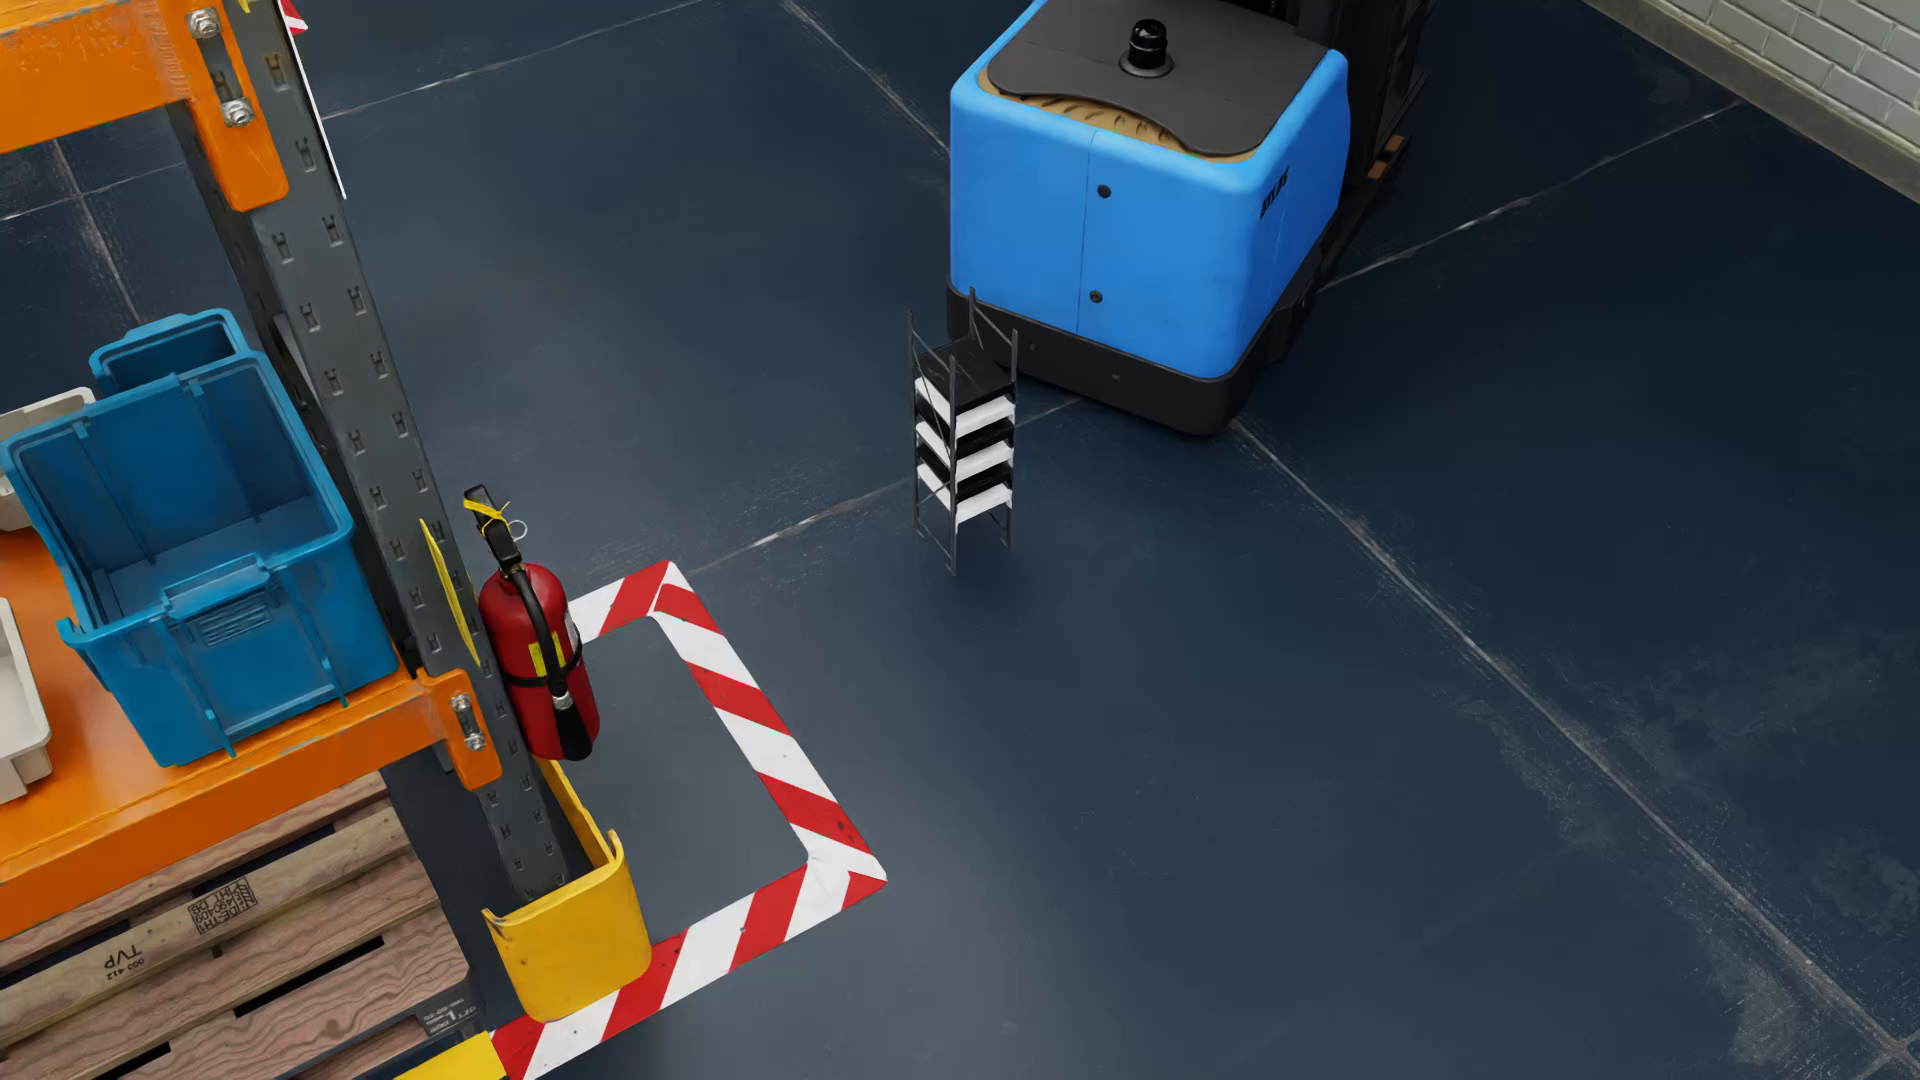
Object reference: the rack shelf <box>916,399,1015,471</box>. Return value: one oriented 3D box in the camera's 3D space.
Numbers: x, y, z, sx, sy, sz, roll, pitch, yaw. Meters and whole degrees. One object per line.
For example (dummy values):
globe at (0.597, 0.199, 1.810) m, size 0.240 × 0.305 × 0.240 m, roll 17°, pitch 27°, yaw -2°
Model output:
rack shelf at (0.007, -0.340, 4.874) m, size 0.200 × 0.077 × 0.258 m, roll -25°, pitch 53°, yaw -21°

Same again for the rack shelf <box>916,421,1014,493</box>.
rack shelf at (0.007, -0.280, 4.942) m, size 0.200 × 0.077 × 0.258 m, roll -25°, pitch 53°, yaw -21°

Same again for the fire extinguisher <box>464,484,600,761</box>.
fire extinguisher at (-0.869, 0.190, 3.374) m, size 0.183 × 0.674 × 0.296 m, roll -25°, pitch 53°, yaw -21°

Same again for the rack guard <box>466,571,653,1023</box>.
rack guard at (-1.225, 0.627, 4.357) m, size 0.348 × 0.500 × 1.175 m, roll -25°, pitch 53°, yaw -21°

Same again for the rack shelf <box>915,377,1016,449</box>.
rack shelf at (0.007, -0.400, 4.807) m, size 0.200 × 0.077 × 0.258 m, roll -25°, pitch 53°, yaw -21°

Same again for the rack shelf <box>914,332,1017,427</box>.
rack shelf at (0.007, -0.460, 4.740) m, size 0.200 × 0.077 × 0.258 m, roll -25°, pitch 53°, yaw -21°

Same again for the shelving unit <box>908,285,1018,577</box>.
shelving unit at (0.007, -0.303, 4.917) m, size 0.210 × 0.900 × 0.258 m, roll -25°, pitch 53°, yaw -21°

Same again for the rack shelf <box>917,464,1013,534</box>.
rack shelf at (0.007, -0.161, 5.076) m, size 0.200 × 0.077 × 0.258 m, roll -25°, pitch 53°, yaw -21°

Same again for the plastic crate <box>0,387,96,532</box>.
plastic crate at (-1.939, -0.153, 3.514) m, size 0.298 × 0.136 × 0.250 m, roll -25°, pitch 53°, yaw -21°

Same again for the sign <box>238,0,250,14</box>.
sign at (-0.932, -0.808, 2.023) m, size 0.005 × 0.325 × 0.100 m, roll -25°, pitch 53°, yaw -21°

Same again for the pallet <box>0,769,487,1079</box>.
pallet at (-1.957, 1.045, 4.178) m, size 1.213 × 0.211 × 1.003 m, roll -25°, pitch 53°, yaw -21°

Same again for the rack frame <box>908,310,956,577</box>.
rack frame at (-0.079, -0.262, 4.881) m, size 0.006 × 0.900 × 0.240 m, roll -25°, pitch 53°, yaw -21°

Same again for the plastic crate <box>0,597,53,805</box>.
plastic crate at (-1.832, 0.320, 3.092) m, size 0.243 × 0.136 × 0.396 m, roll -25°, pitch 53°, yaw -21°

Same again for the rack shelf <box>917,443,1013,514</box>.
rack shelf at (0.007, -0.220, 5.009) m, size 0.200 × 0.077 × 0.258 m, roll -25°, pitch 53°, yaw -21°

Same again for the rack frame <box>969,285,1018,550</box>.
rack frame at (0.093, -0.343, 4.953) m, size 0.006 × 0.900 × 0.240 m, roll -25°, pitch 53°, yaw -21°

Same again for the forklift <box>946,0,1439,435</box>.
forklift at (1.103, -2.421, 5.444) m, size 1.130 × 2.935 × 3.031 m, roll 22°, pitch 52°, yaw 19°

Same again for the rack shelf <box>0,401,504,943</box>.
rack shelf at (-2.930, 0.850, 2.967) m, size 4.000 × 0.370 × 1.077 m, roll -25°, pitch 53°, yaw -21°

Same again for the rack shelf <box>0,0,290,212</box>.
rack shelf at (-2.930, -0.148, 1.846) m, size 4.000 × 0.370 × 1.077 m, roll -25°, pitch 53°, yaw -21°

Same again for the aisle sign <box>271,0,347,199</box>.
aisle sign at (-1.022, -0.895, 2.298) m, size 0.004 × 0.787 × 0.394 m, roll -25°, pitch 53°, yaw -21°

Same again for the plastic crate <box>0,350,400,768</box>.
plastic crate at (-1.422, 0.033, 3.148) m, size 0.499 × 0.435 × 0.616 m, roll -25°, pitch 53°, yaw -21°

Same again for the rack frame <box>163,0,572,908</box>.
rack frame at (-1.239, -0.187, 3.408) m, size 0.127 × 3.000 × 1.000 m, roll -25°, pitch 53°, yaw -21°

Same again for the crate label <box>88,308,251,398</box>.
crate label at (-1.623, -0.260, 3.545) m, size 0.303 × 0.233 × 0.416 m, roll -25°, pitch 53°, yaw -21°

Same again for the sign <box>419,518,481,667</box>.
sign at (-0.932, 0.100, 3.043) m, size 0.005 × 0.325 × 0.100 m, roll -25°, pitch 53°, yaw -21°
